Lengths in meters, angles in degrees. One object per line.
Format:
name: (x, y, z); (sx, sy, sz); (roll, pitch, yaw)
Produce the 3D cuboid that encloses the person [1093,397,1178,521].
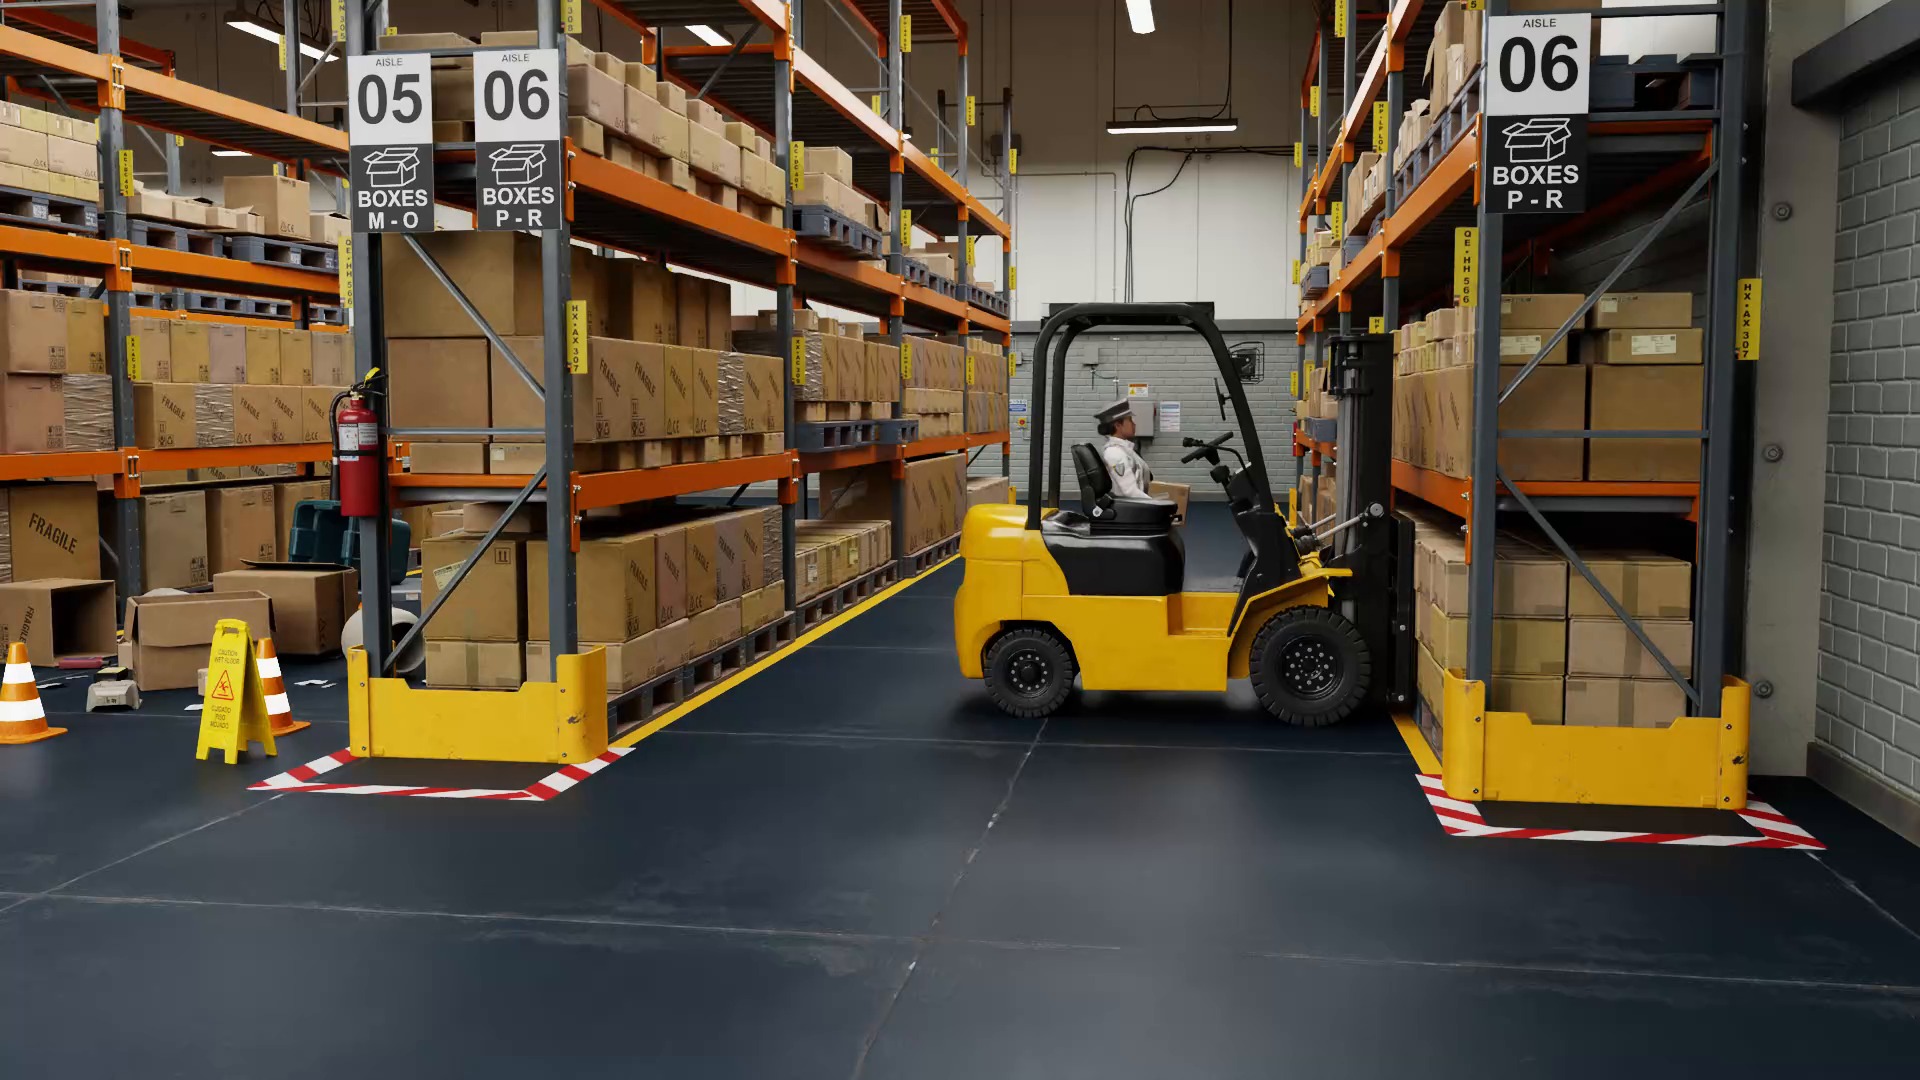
person: (1.128, -0.071, 10.651); (0.560, 1.686, 0.459); (1, 5, 10)
